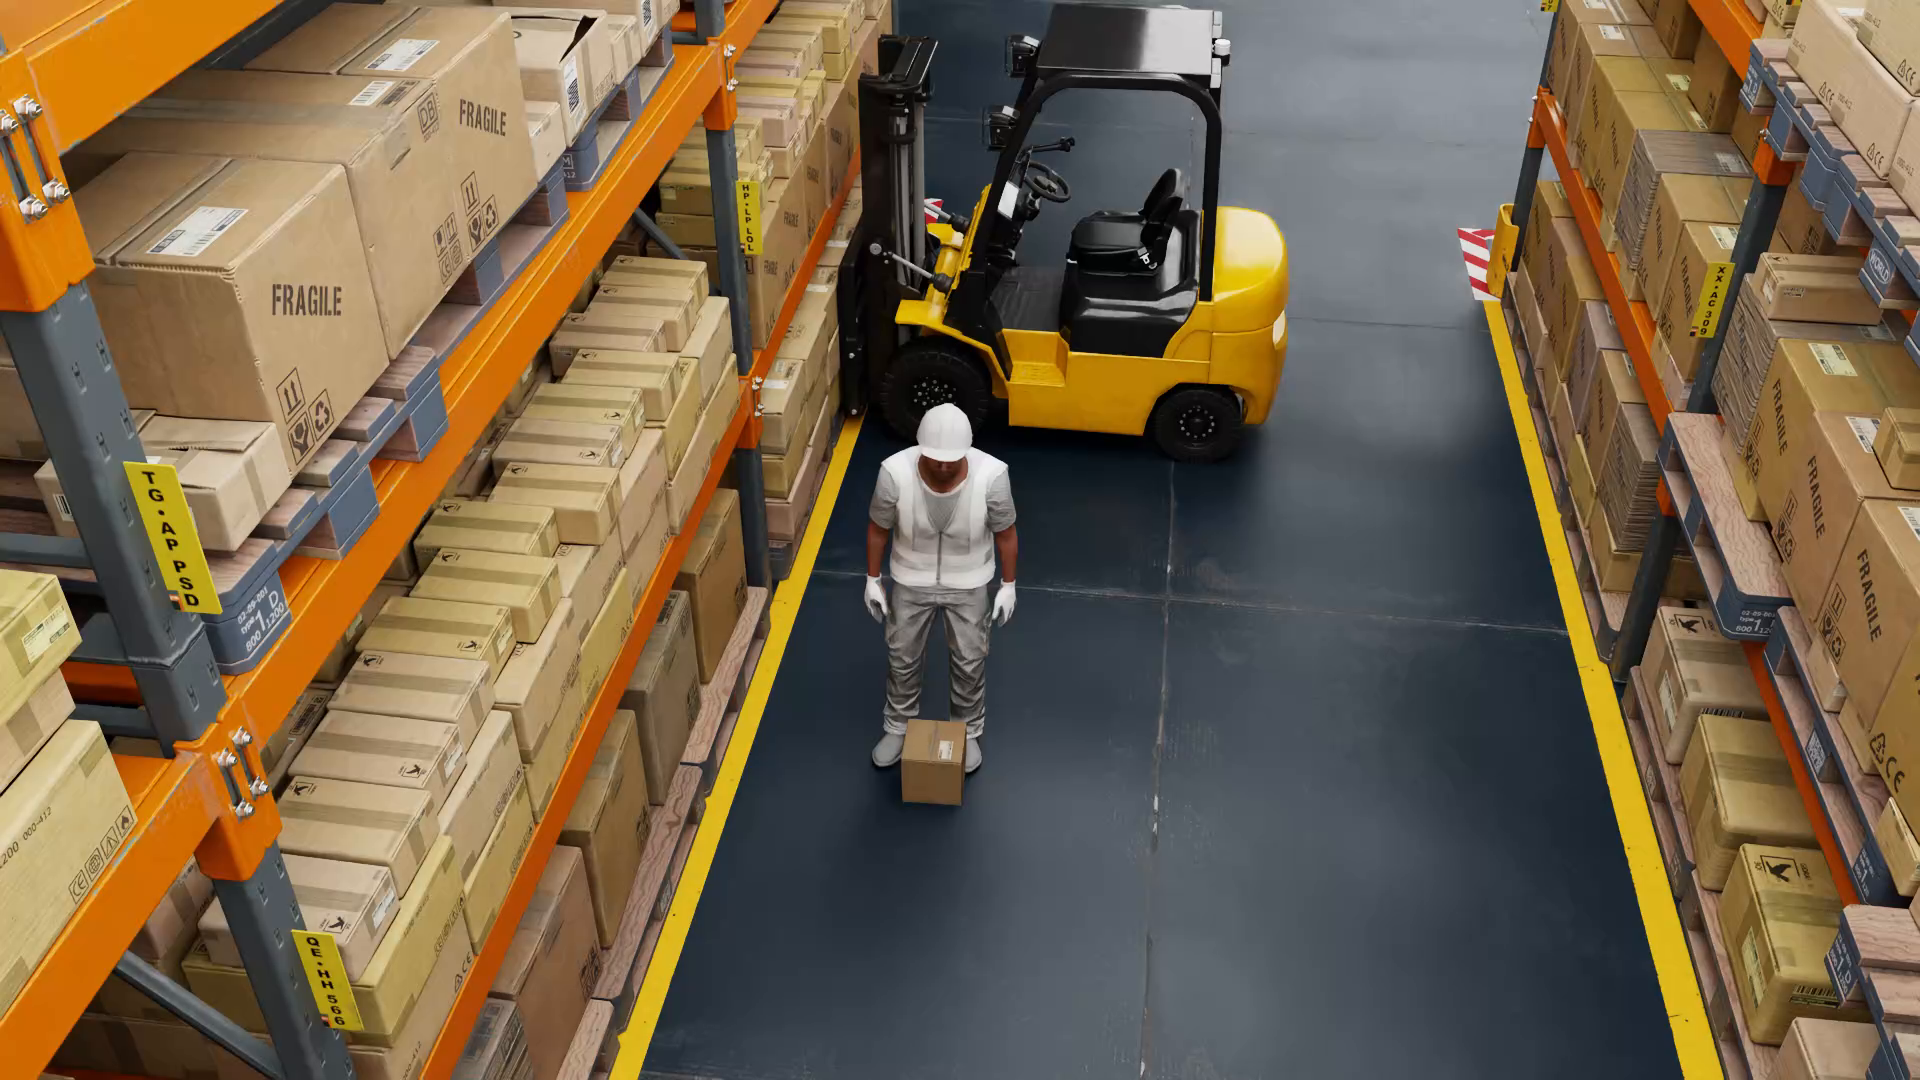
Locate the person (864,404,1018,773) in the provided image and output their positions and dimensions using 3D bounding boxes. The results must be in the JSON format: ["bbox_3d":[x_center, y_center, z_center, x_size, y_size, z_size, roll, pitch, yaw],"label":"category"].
[{"bbox_3d":[-0.078,0.189,6.770,0.625,1.773,0.451,2,36,3],"label":"person"}]
